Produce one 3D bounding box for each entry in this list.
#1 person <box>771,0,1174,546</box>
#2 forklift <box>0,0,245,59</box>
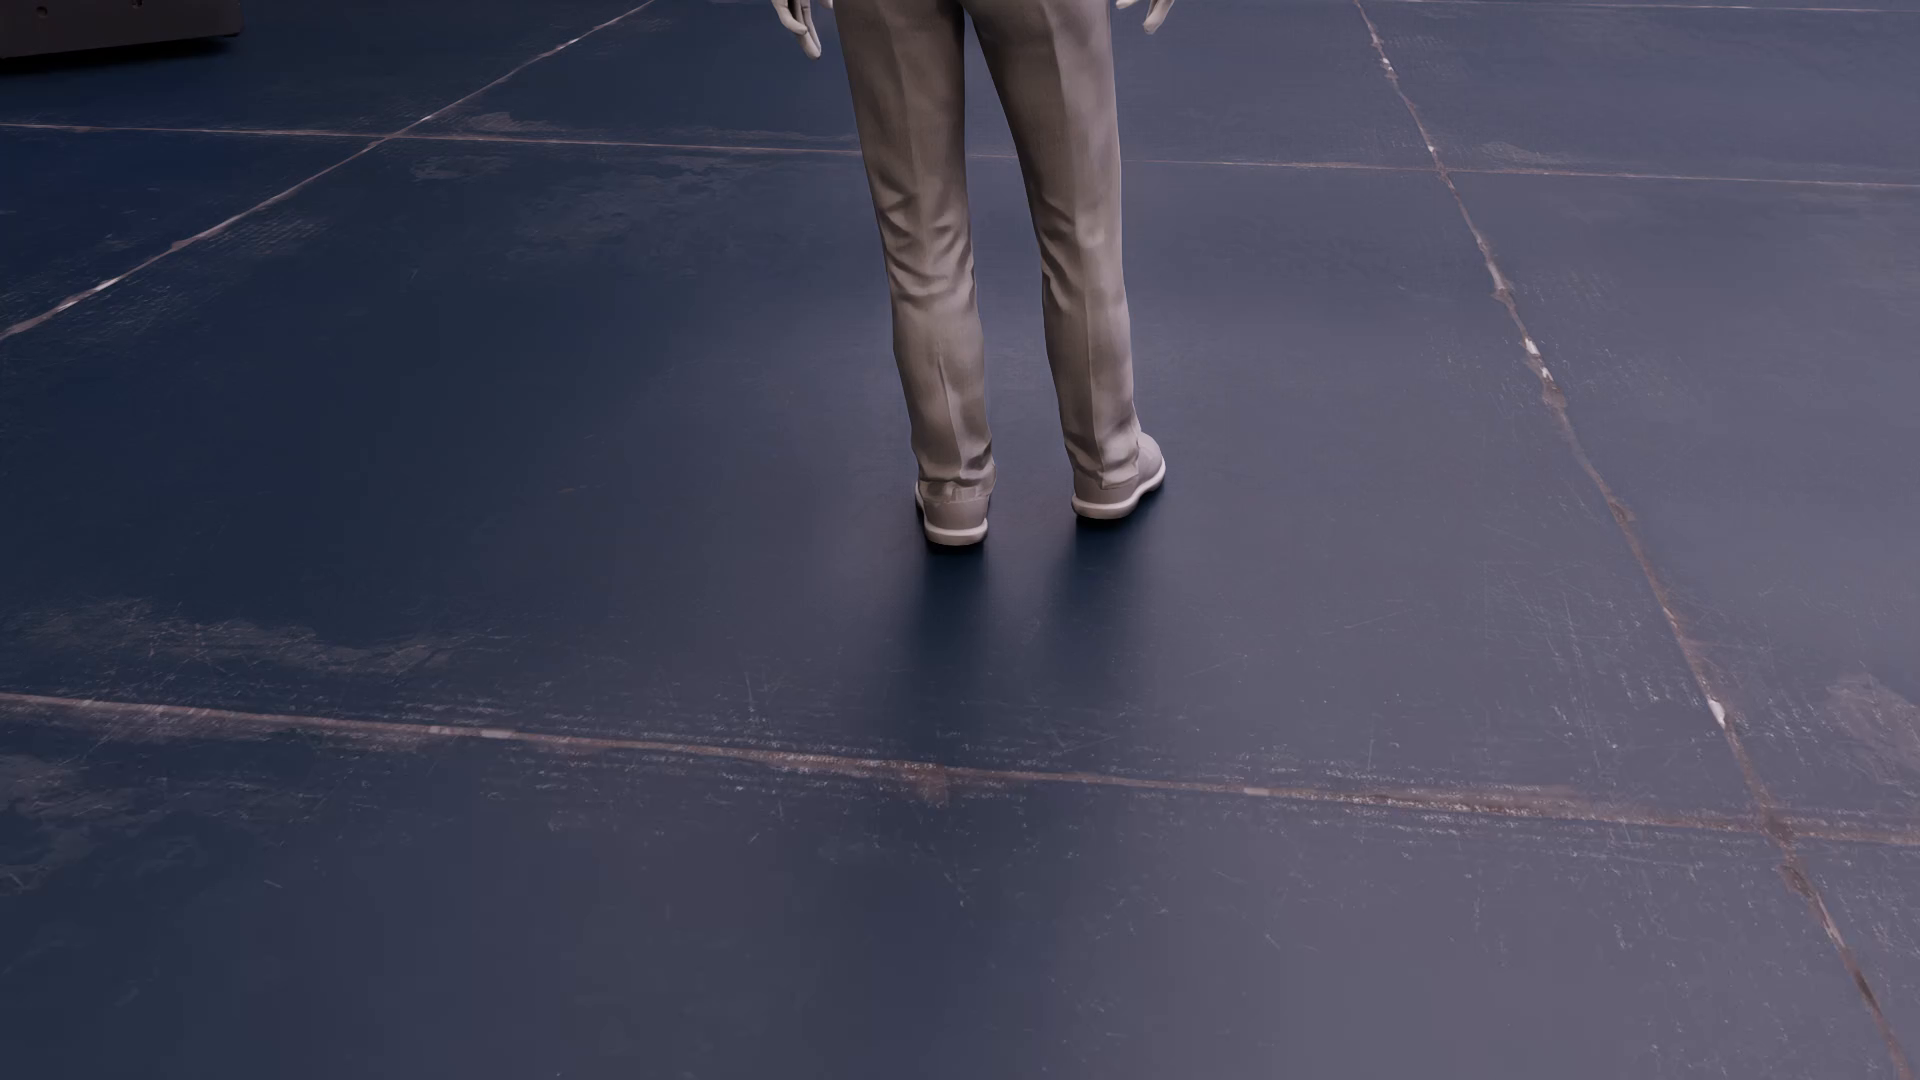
[{"bbox_3d":[0.016,-0.795,2.179,0.586,1.694,0.530,3,27,7],"label":"person"},{"bbox_3d":[-3.921,-3.469,6.172,1.130,2.935,3.031,-20,33,-34],"label":"forklift"}]
